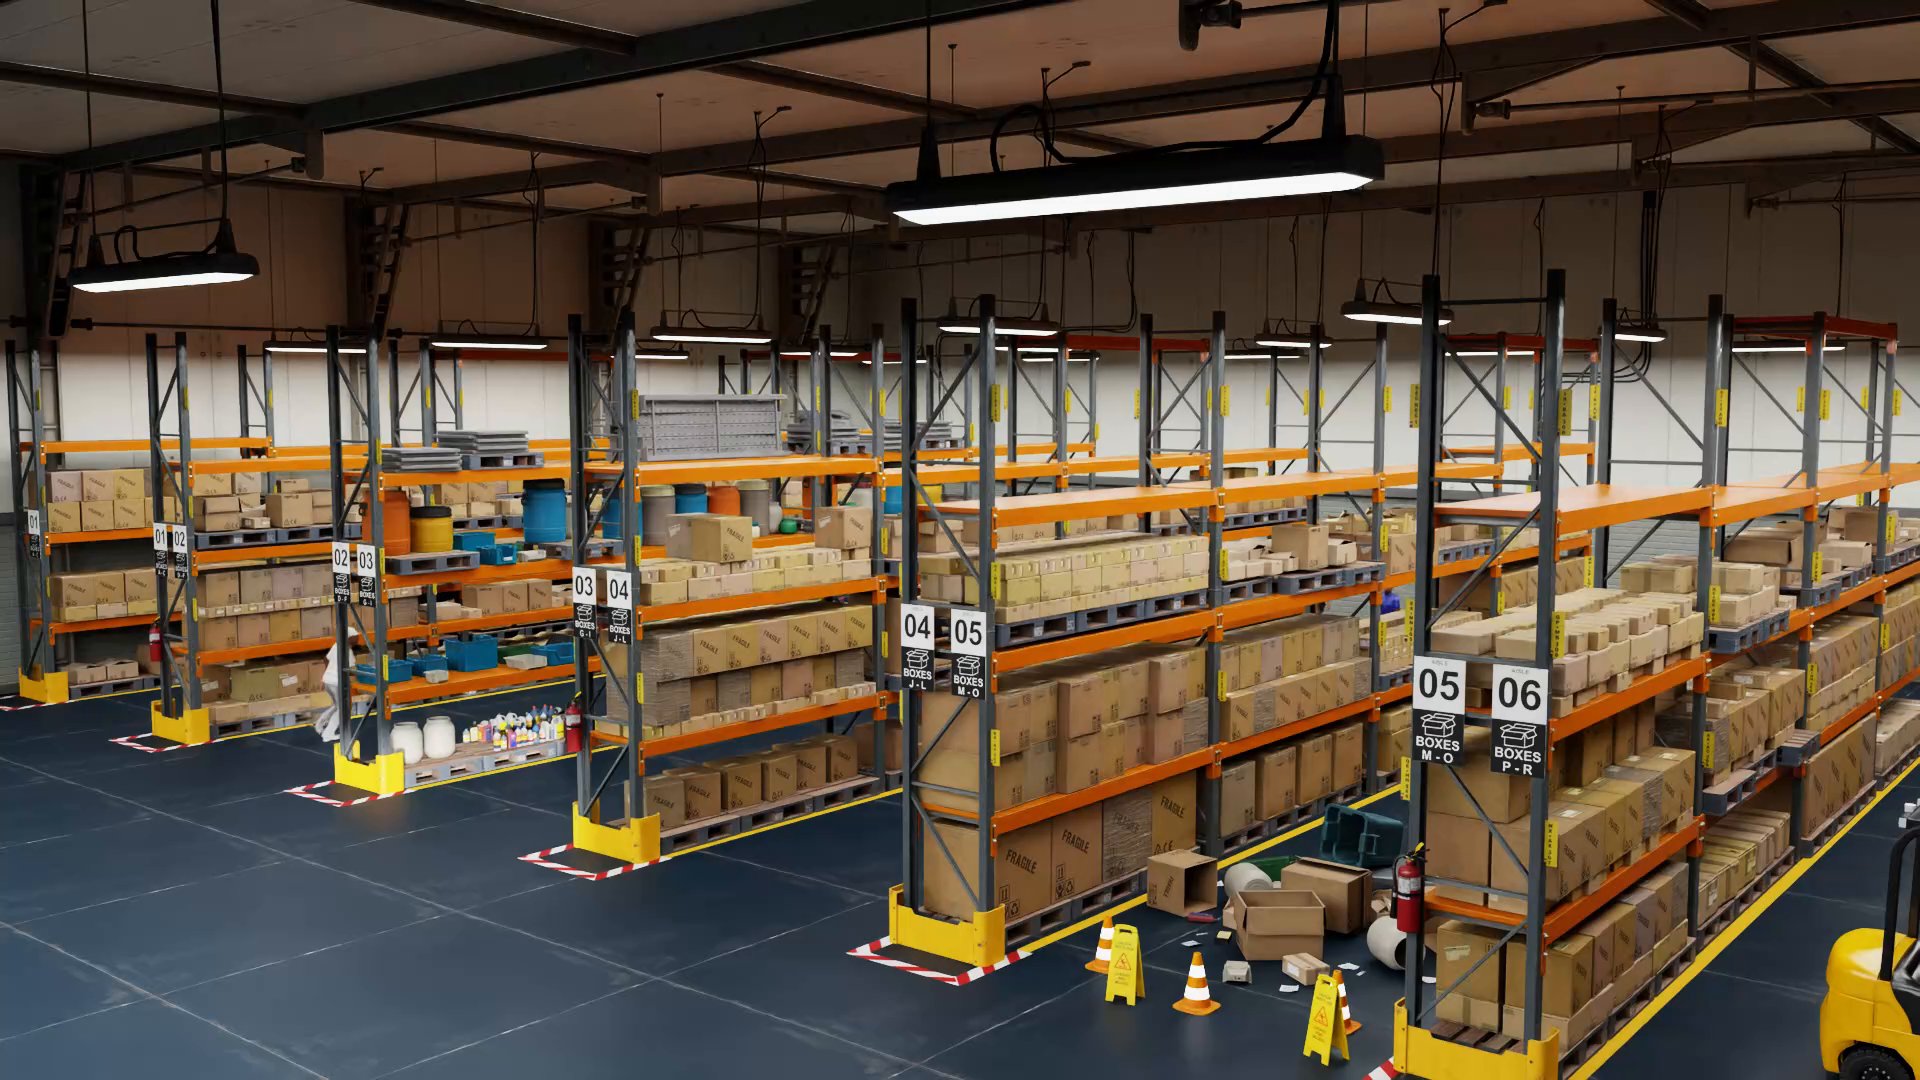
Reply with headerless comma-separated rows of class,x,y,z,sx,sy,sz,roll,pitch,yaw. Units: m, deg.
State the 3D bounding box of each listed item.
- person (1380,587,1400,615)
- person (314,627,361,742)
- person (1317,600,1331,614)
person,8.036,1.549,31.193,0.437,1.585,1.068,2,6,24
person,-9.216,2.124,24.706,0.704,1.657,0.743,4,7,40
person,7.291,1.274,33.996,0.521,1.674,1.052,-3,6,-29
